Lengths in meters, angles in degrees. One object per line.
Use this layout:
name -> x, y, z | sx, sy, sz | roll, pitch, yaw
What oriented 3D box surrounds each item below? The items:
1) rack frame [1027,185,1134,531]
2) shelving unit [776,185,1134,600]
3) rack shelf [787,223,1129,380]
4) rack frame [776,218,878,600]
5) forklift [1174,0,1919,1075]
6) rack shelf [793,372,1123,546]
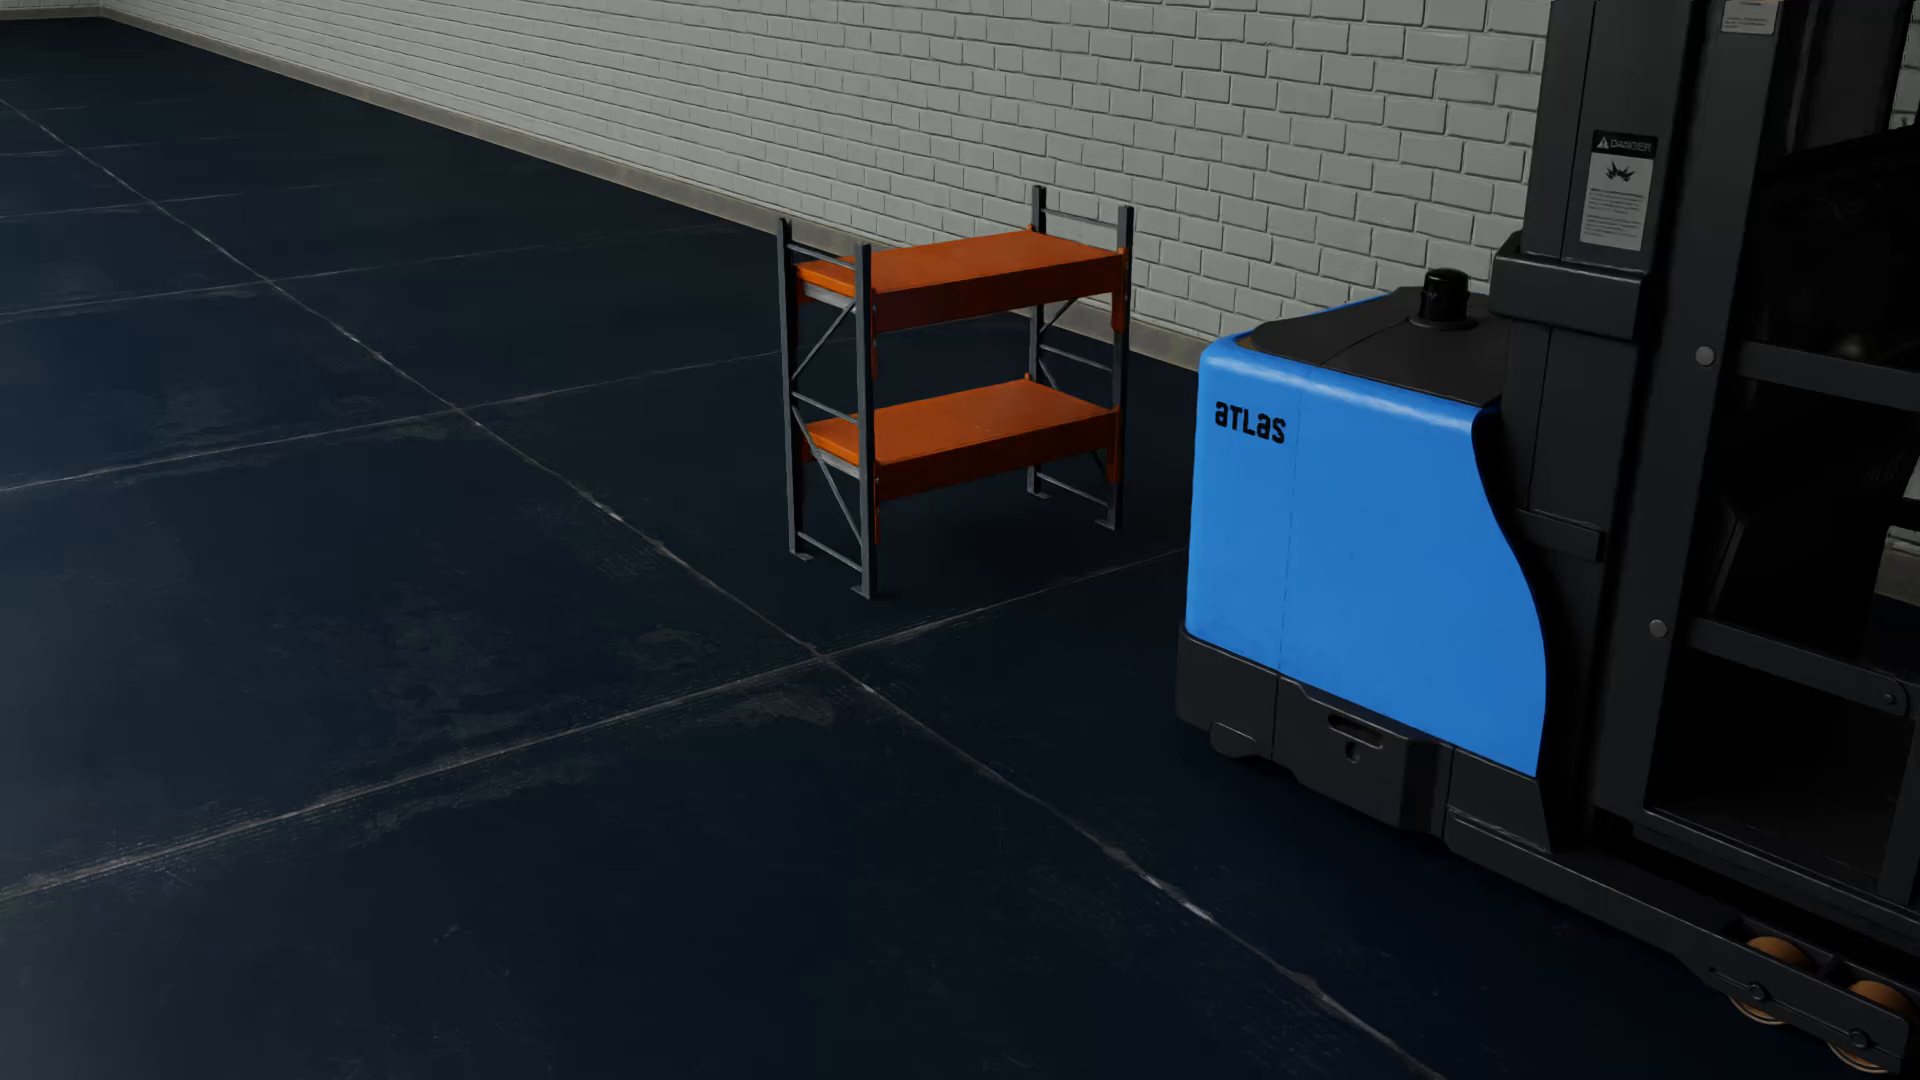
rack frame -> 0.407, -0.631, 5.784 | 0.032, 1.125, 0.500 | -15, 26, -33
shelving unit -> -0.005, -0.521, 5.509 | 1.048, 1.125, 0.538 | -15, 26, -33
rack shelf -> -0.005, -0.793, 5.400 | 1.000, 0.278, 0.538 | -15, 26, -33
rack frame -> -0.418, -0.411, 5.233 | 0.032, 1.125, 0.500 | -15, 26, -33
forklift -> 1.926, -0.559, 3.167 | 1.130, 2.935, 3.031 | -18, 28, -38
rack shelf -> -0.005, -0.294, 5.599 | 1.000, 0.278, 0.538 | -15, 26, -33
